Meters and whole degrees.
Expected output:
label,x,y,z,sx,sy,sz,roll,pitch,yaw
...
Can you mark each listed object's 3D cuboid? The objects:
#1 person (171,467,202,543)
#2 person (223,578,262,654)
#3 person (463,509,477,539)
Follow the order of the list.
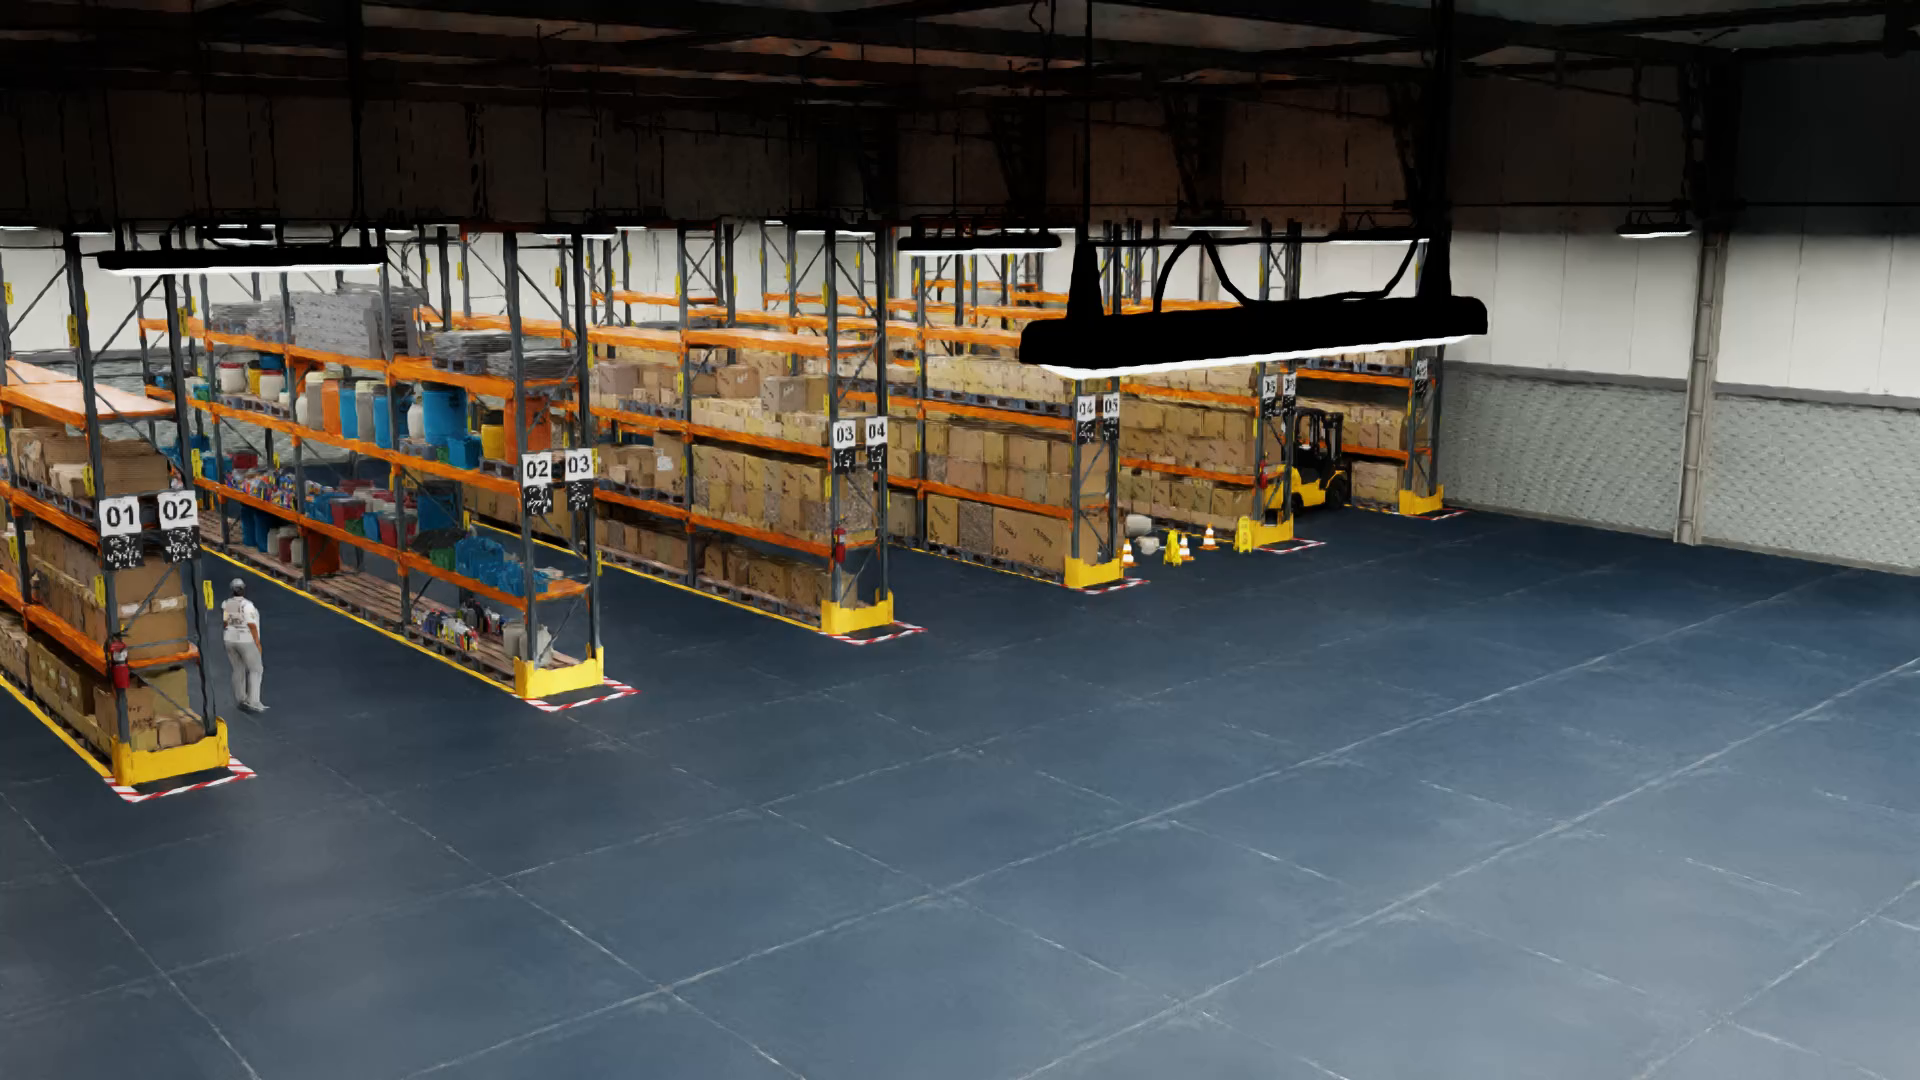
label,x,y,z,sx,sy,sz,roll,pitch,yaw
person,-14.473,-0.566,30.996,0.455,1.438,0.874,-2,12,-12
person,-9.115,0.965,21.121,0.524,0.975,0.341,4,12,20
person,-7.791,-0.022,26.180,0.481,0.936,0.323,5,13,24
